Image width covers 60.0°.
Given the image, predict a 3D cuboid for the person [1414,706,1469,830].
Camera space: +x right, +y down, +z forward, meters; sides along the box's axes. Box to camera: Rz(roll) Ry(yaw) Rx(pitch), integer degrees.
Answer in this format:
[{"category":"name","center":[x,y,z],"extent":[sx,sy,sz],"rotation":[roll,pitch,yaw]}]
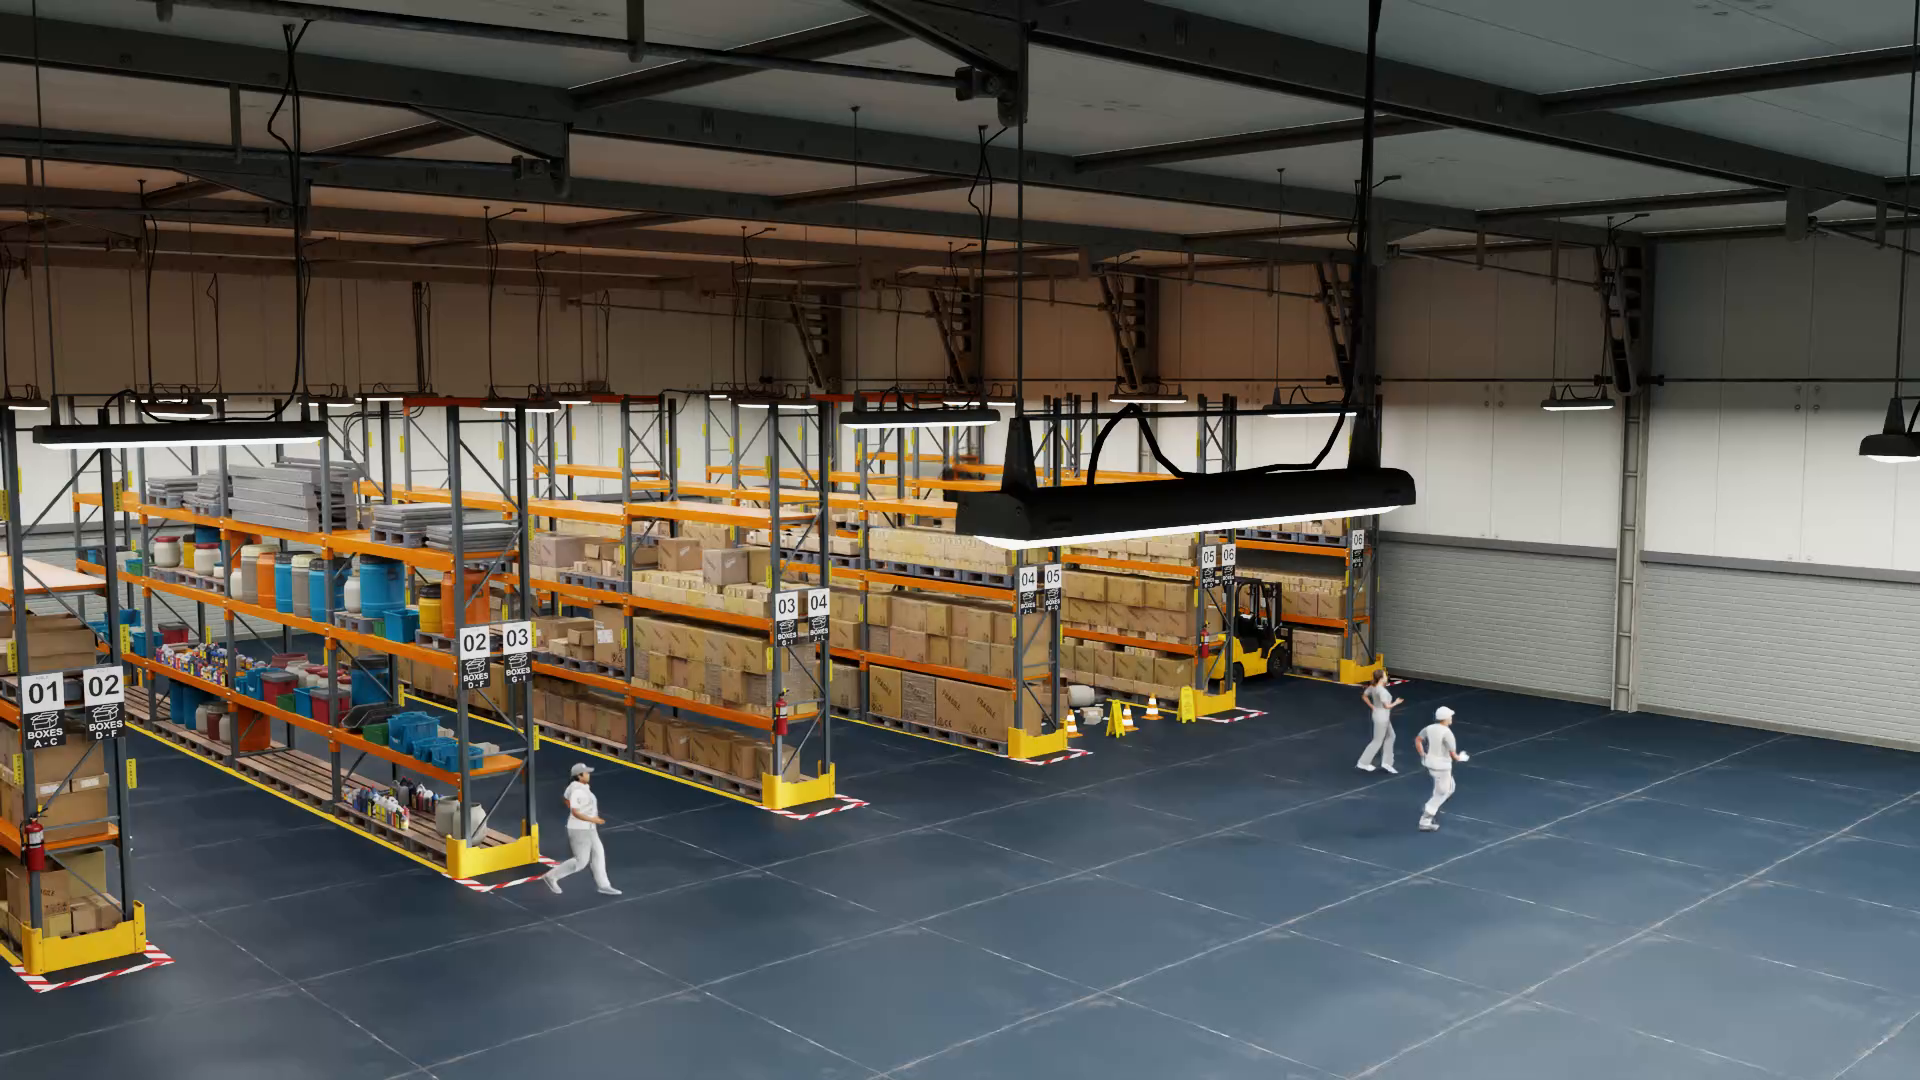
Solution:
[{"category":"person","center":[6.775,3.190,23.360],"extent":[0.710,1.737,0.654],"rotation":[-1,6,-14]}]

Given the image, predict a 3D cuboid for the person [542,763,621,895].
[{"category":"person","center":[-4.636,3.554,20.343],"extent":[0.937,1.647,0.640],"rotation":[-1,6,-11]}]

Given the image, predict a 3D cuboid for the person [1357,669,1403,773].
[{"category":"person","center":[6.730,2.920,26.666],"extent":[0.710,1.723,0.547],"rotation":[0,6,0]}]

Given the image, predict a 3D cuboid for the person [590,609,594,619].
[{"category":"person","center":[-8.888,1.501,40.874],"extent":[0.907,1.768,0.728],"rotation":[2,6,21]}]
